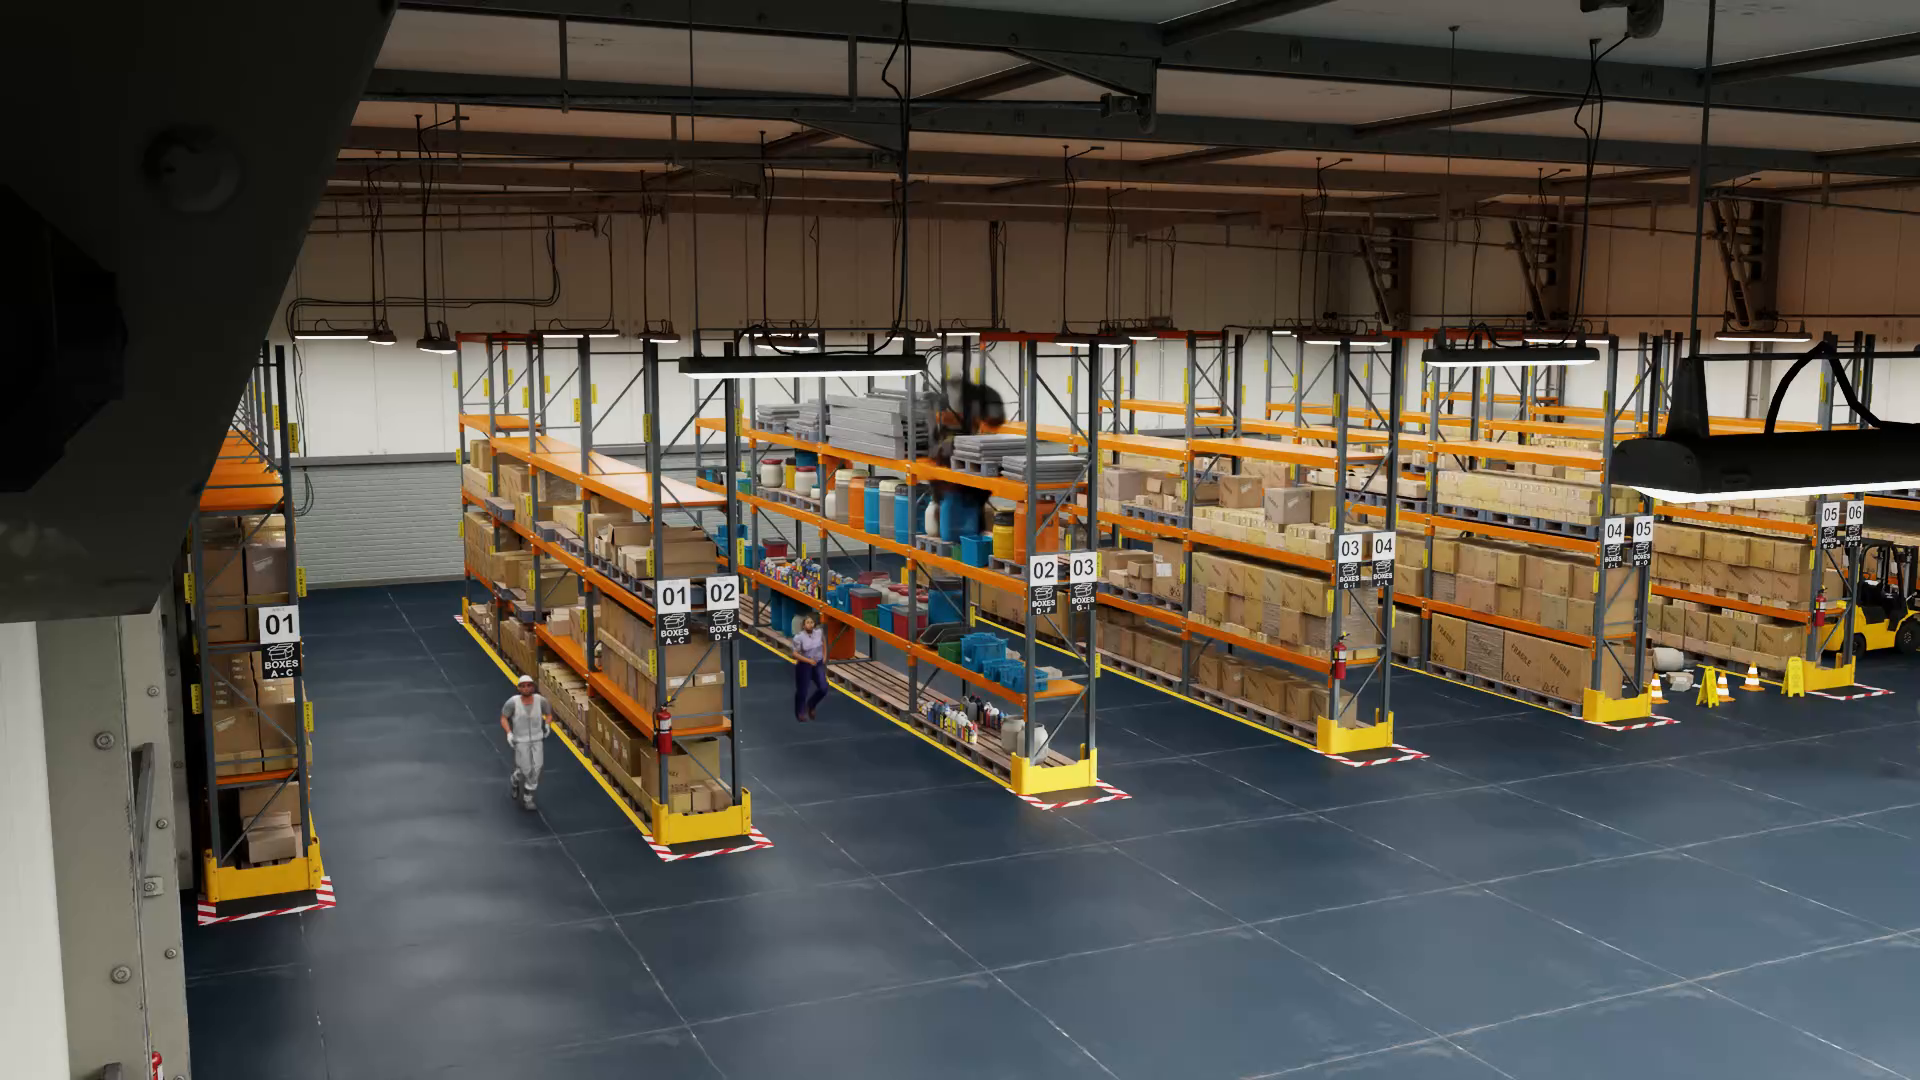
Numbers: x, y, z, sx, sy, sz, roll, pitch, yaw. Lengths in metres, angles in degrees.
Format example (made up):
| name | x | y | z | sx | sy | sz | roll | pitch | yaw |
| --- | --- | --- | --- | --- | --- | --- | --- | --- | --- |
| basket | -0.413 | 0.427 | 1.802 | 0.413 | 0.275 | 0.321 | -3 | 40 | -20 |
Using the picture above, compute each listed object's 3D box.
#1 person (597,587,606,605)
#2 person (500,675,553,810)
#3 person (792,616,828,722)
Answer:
| name | x | y | z | sx | sy | sz | roll | pitch | yaw |
| --- | --- | --- | --- | --- | --- | --- | --- | --- | --- |
| person | -7.490 | 0.905 | 34.258 | 0.605 | 1.677 | 0.610 | -5 | 9 | -35 |
| person | -5.553 | 2.591 | 21.428 | 0.645 | 1.751 | 0.631 | -4 | 9 | -27 |
| person | -2.203 | 1.923 | 24.739 | 0.628 | 1.626 | 0.697 | -4 | 9 | -28 |
